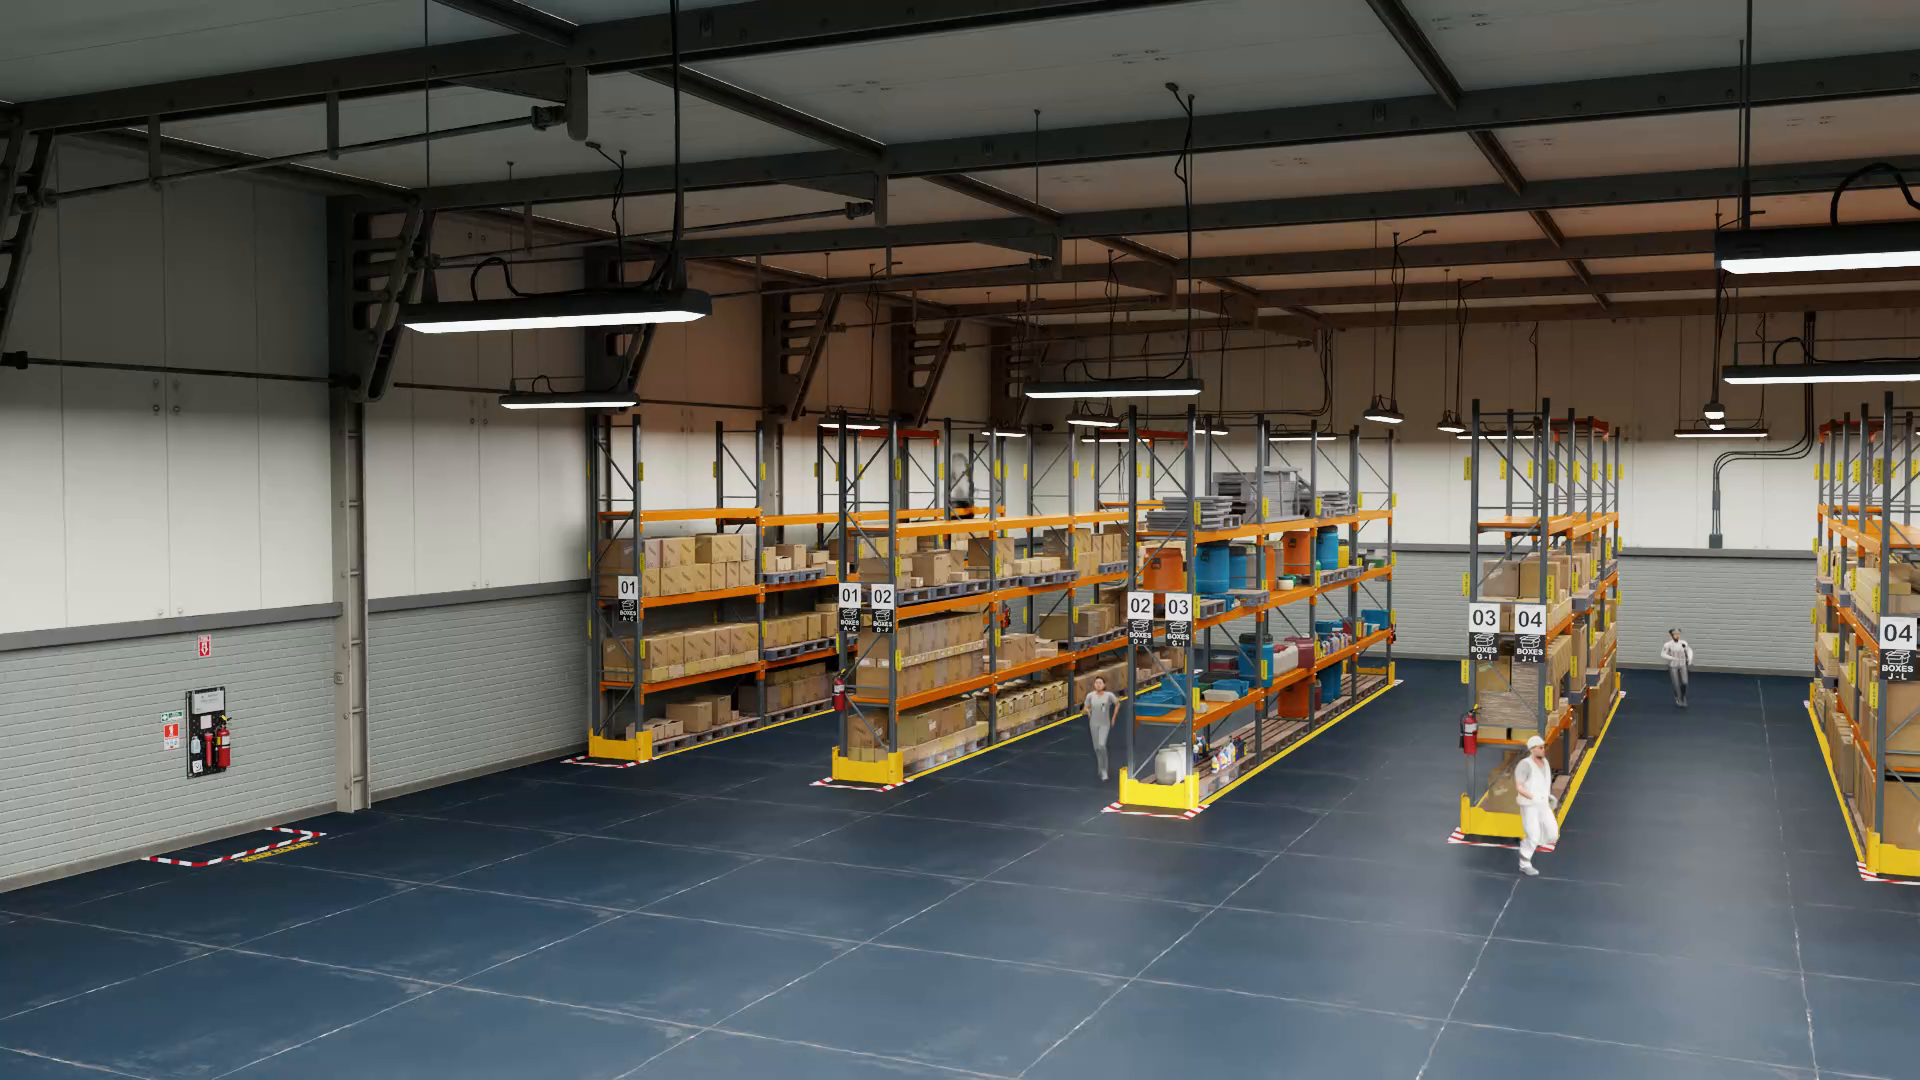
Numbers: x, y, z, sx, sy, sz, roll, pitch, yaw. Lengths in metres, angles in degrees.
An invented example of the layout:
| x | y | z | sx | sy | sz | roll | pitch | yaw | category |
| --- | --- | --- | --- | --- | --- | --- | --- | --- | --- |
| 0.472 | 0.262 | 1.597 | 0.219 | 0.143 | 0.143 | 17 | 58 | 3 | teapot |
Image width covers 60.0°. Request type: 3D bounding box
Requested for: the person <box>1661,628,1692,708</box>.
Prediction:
| x | y | z | sx | sy | sz | roll | pitch | yaw | category |
| --- | --- | --- | --- | --- | --- | --- | --- | --- | --- |
| 15.250 | 2.715 | 35.380 | 0.642 | 1.716 | 0.592 | 1 | 2 | 13 | person |

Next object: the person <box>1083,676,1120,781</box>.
| x | y | z | sx | sy | sz | roll | pitch | yaw | category |
| --- | --- | --- | --- | --- | --- | --- | --- | --- | --- |
| 2.281 | 3.064 | 27.118 | 0.552 | 1.701 | 0.719 | 1 | 3 | 22 | person |

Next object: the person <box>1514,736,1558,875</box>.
| x | y | z | sx | sy | sz | roll | pitch | yaw | category |
| --- | --- | --- | --- | --- | --- | --- | --- | --- | --- |
| 7.149 | 3.286 | 20.596 | 0.661 | 1.732 | 0.632 | -1 | 3 | -29 | person |
